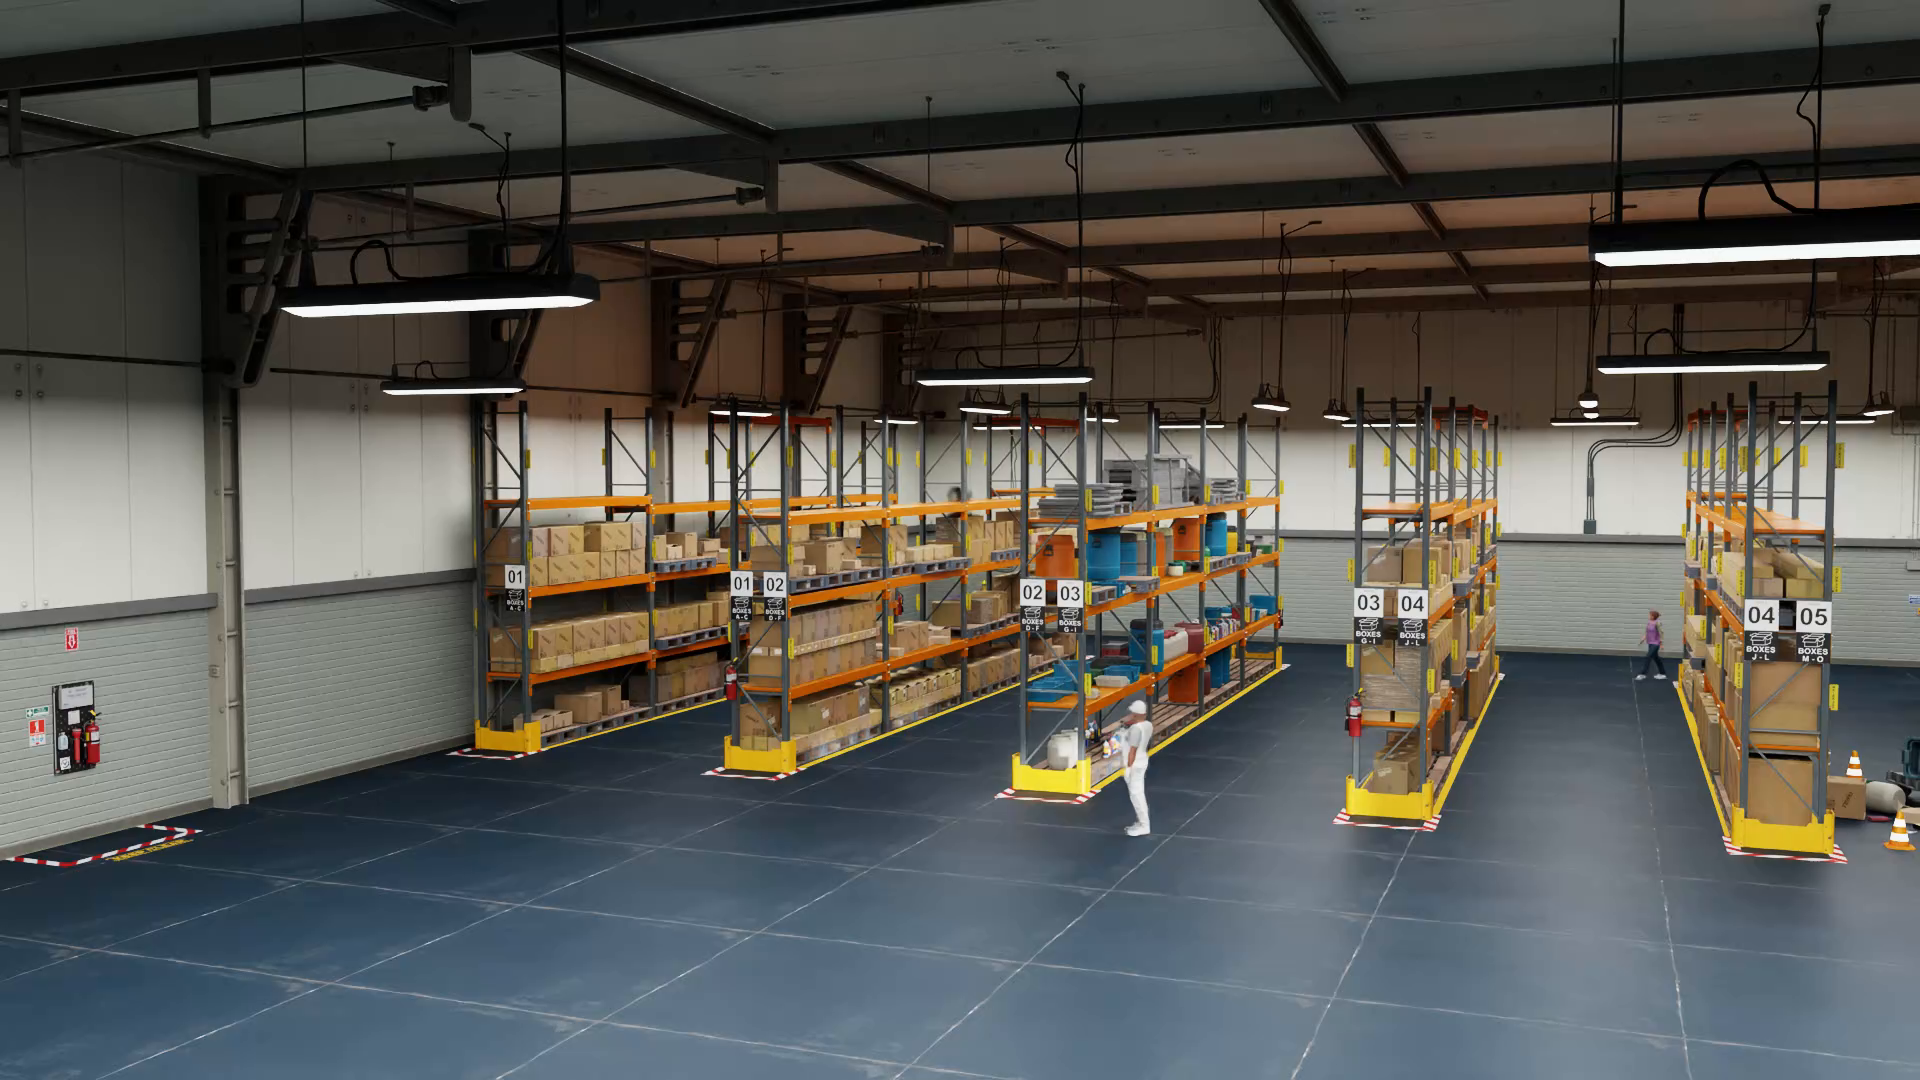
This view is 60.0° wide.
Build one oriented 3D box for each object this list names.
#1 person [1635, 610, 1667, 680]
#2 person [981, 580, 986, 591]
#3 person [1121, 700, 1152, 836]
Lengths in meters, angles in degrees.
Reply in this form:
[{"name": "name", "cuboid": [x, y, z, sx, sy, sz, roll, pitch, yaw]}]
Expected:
[{"name": "person", "cuboid": [15.602, 2.361, 37.579, 0.843, 1.570, 0.460, 0, 3, -5]}, {"name": "person", "cuboid": [0.717, 1.943, 44.450, 0.479, 1.755, 0.595, 2, 3, 30]}, {"name": "person", "cuboid": [2.356, 3.029, 22.196, 0.396, 1.797, 0.637, 0, 3, 8]}]
